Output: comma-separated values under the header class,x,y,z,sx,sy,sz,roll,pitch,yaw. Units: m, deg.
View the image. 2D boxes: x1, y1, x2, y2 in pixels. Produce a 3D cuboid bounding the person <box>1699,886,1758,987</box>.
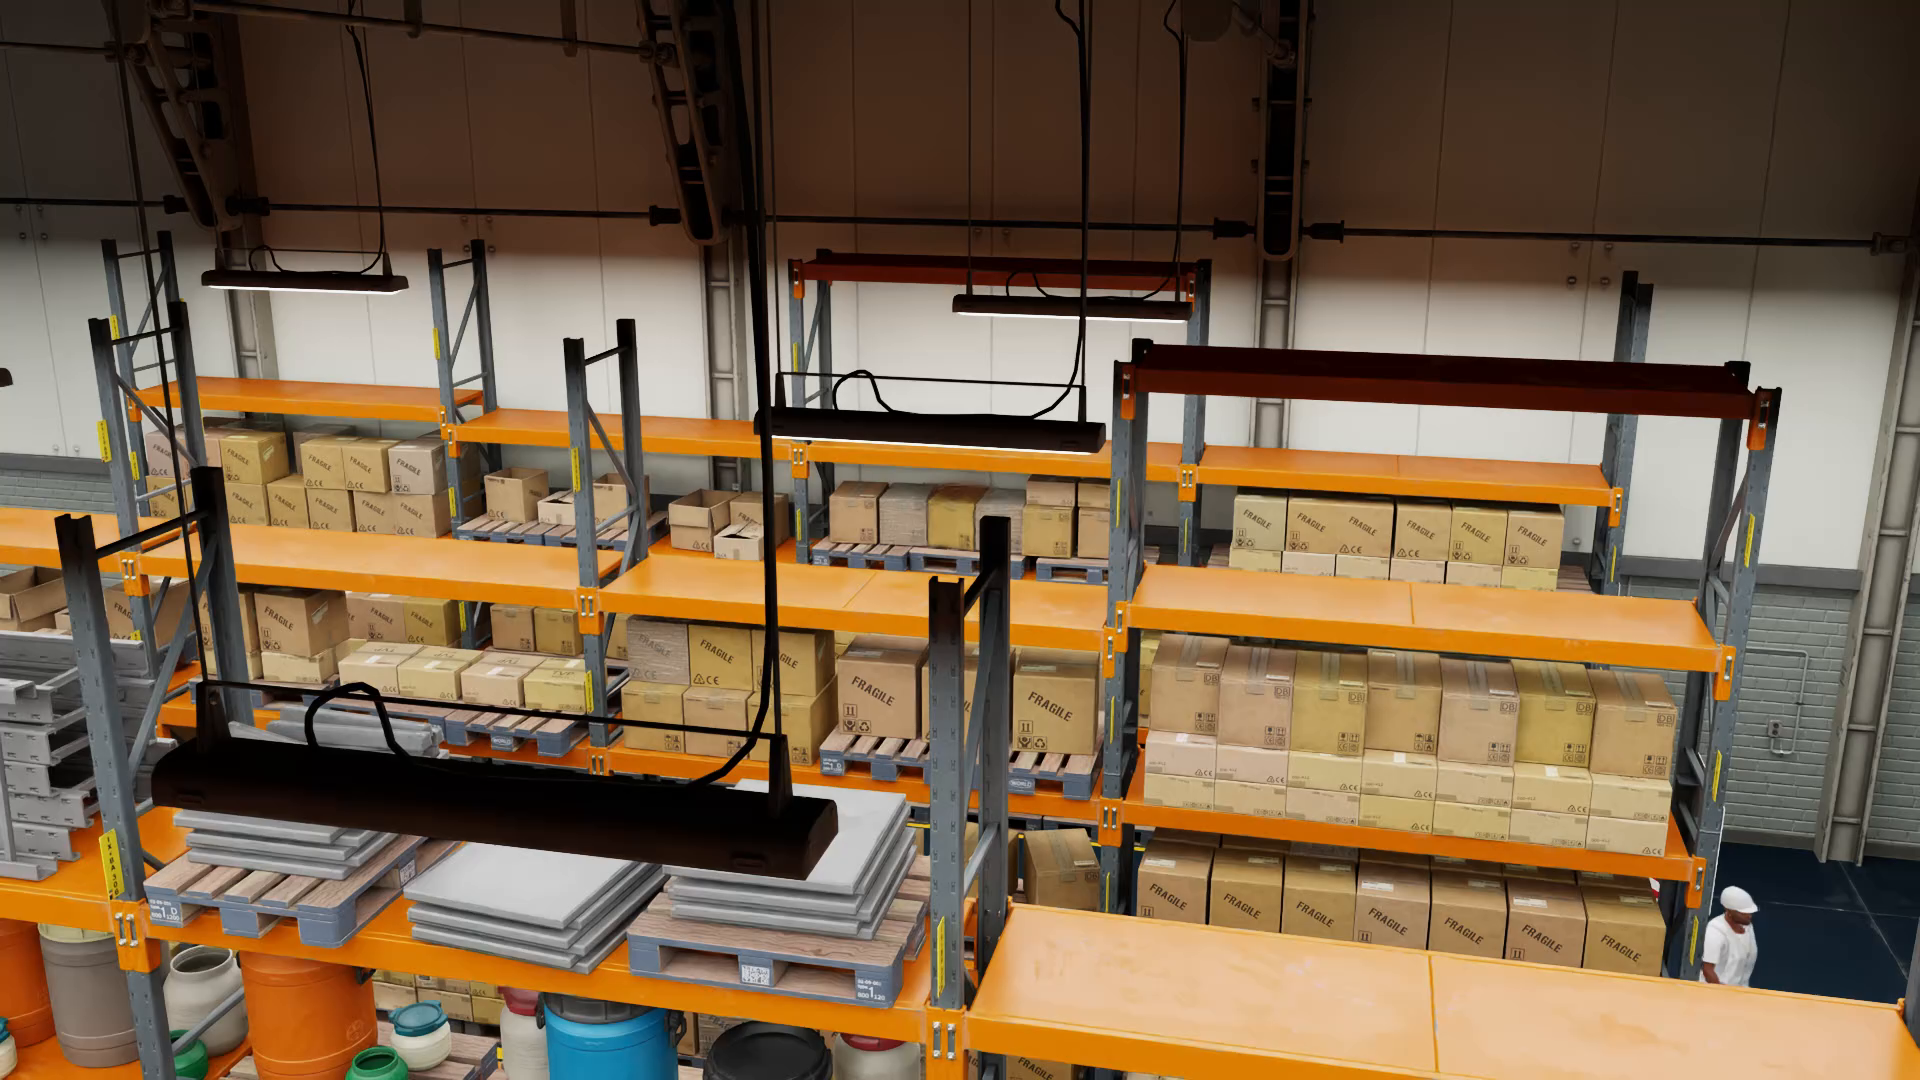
class,x,y,z,sx,sy,sz,roll,pitch,yaw
person,6.056,3.547,13.159,0.627,1.743,0.731,-8,18,-27
